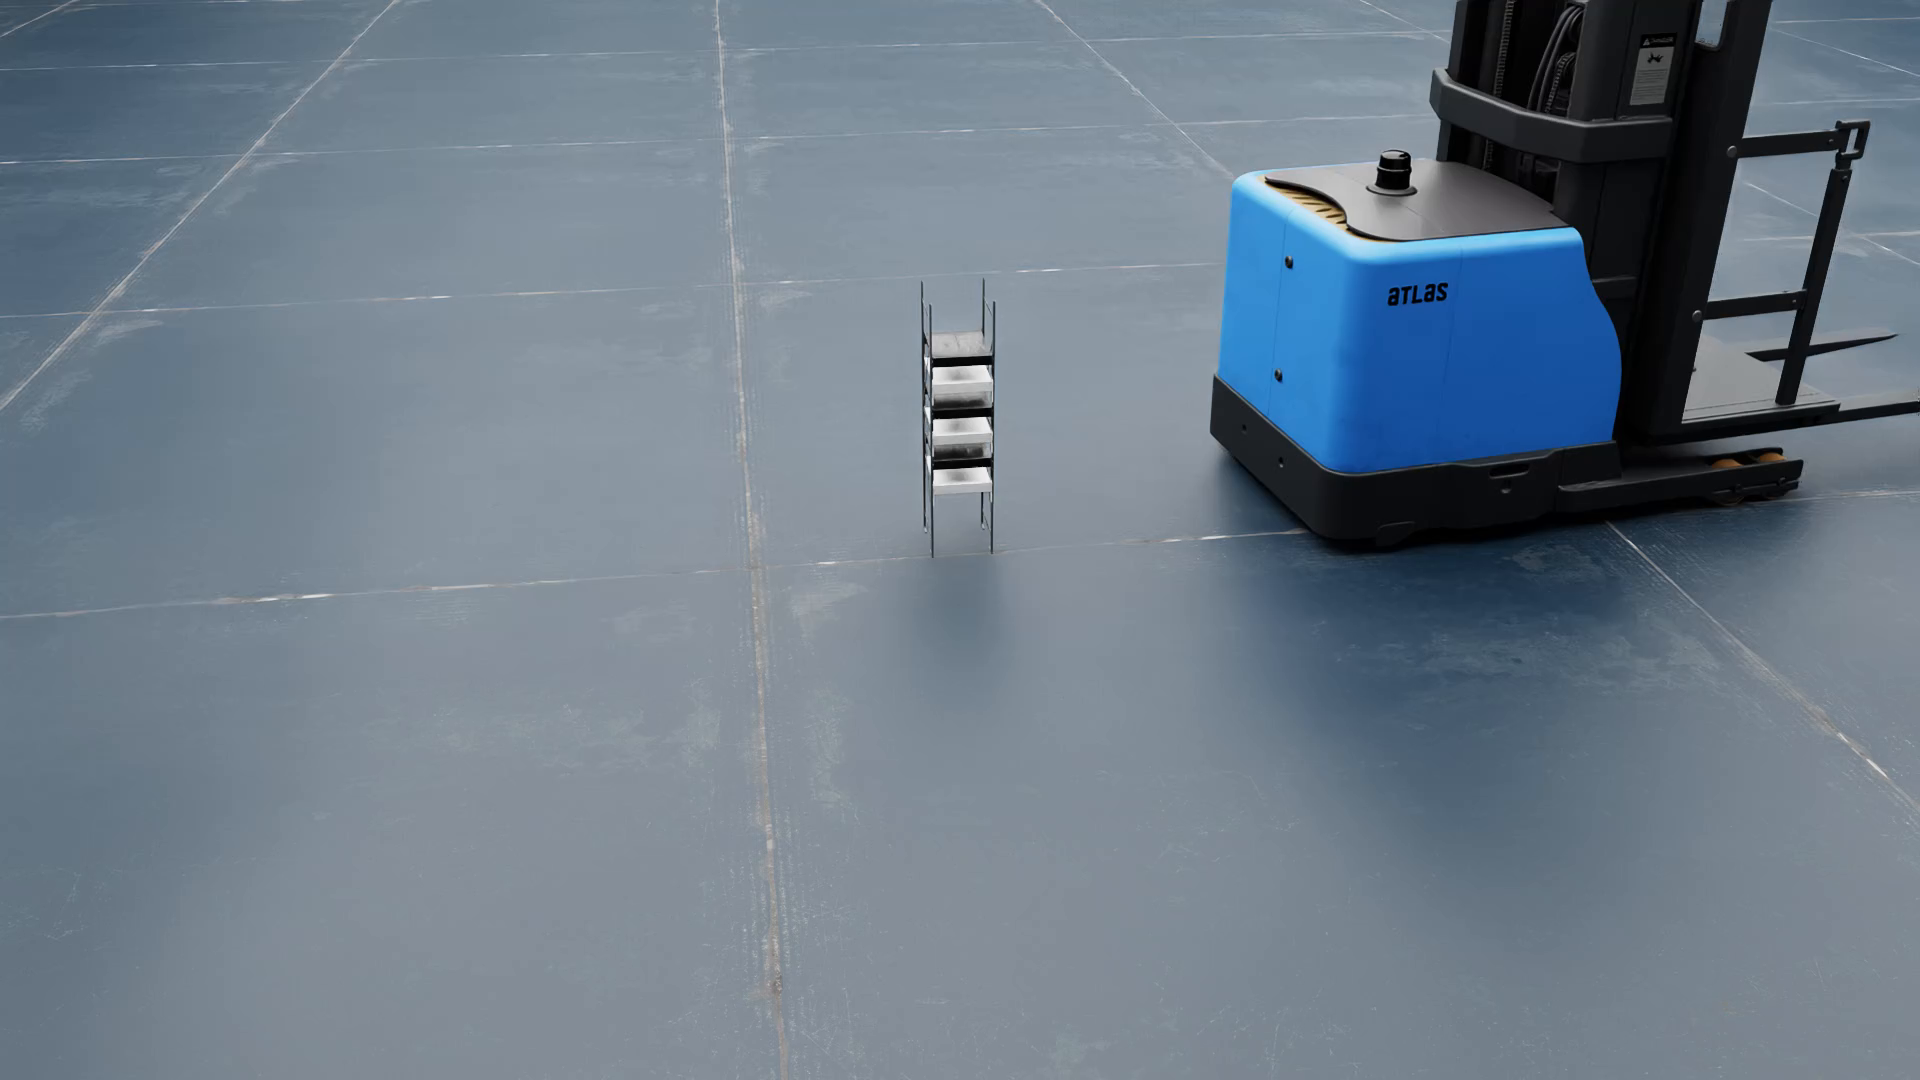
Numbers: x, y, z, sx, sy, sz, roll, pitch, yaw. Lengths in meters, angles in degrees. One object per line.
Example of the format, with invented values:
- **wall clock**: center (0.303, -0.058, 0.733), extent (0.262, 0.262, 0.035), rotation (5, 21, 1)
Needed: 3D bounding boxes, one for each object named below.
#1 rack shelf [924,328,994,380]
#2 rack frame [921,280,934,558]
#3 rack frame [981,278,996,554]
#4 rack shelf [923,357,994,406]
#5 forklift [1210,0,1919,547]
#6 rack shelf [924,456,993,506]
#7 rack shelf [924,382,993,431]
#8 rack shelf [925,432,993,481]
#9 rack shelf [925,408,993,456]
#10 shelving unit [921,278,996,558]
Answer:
- **rack shelf**: center (-0.008, -0.610, 5.436), extent (0.200, 0.077, 0.258), rotation (-4, 27, -7)
- **rack frame**: center (-0.109, -0.393, 5.531), extent (0.006, 0.900, 0.240), rotation (-4, 27, -7)
- **rack frame**: center (0.093, -0.406, 5.556), extent (0.006, 0.900, 0.240), rotation (-4, 27, -7)
- **rack shelf**: center (-0.008, -0.530, 5.477), extent (0.200, 0.077, 0.258), rotation (-4, 27, -7)
- **forklift**: center (2.536, -1.650, 5.755), extent (3.031, 2.935, 1.130), rotation (-8, 28, -14)
- **rack shelf**: center (-0.008, -0.210, 5.641), extent (0.200, 0.077, 0.258), rotation (-4, 27, -7)
- **rack shelf**: center (-0.008, -0.450, 5.518), extent (0.200, 0.077, 0.258), rotation (-4, 27, -7)
- **rack shelf**: center (-0.008, -0.290, 5.600), extent (0.200, 0.077, 0.258), rotation (-4, 27, -7)
- **rack shelf**: center (-0.008, -0.370, 5.559), extent (0.200, 0.077, 0.258), rotation (-4, 27, -7)
- **shelving unit**: center (-0.008, -0.400, 5.544), extent (0.210, 0.900, 0.258), rotation (-4, 27, -7)
